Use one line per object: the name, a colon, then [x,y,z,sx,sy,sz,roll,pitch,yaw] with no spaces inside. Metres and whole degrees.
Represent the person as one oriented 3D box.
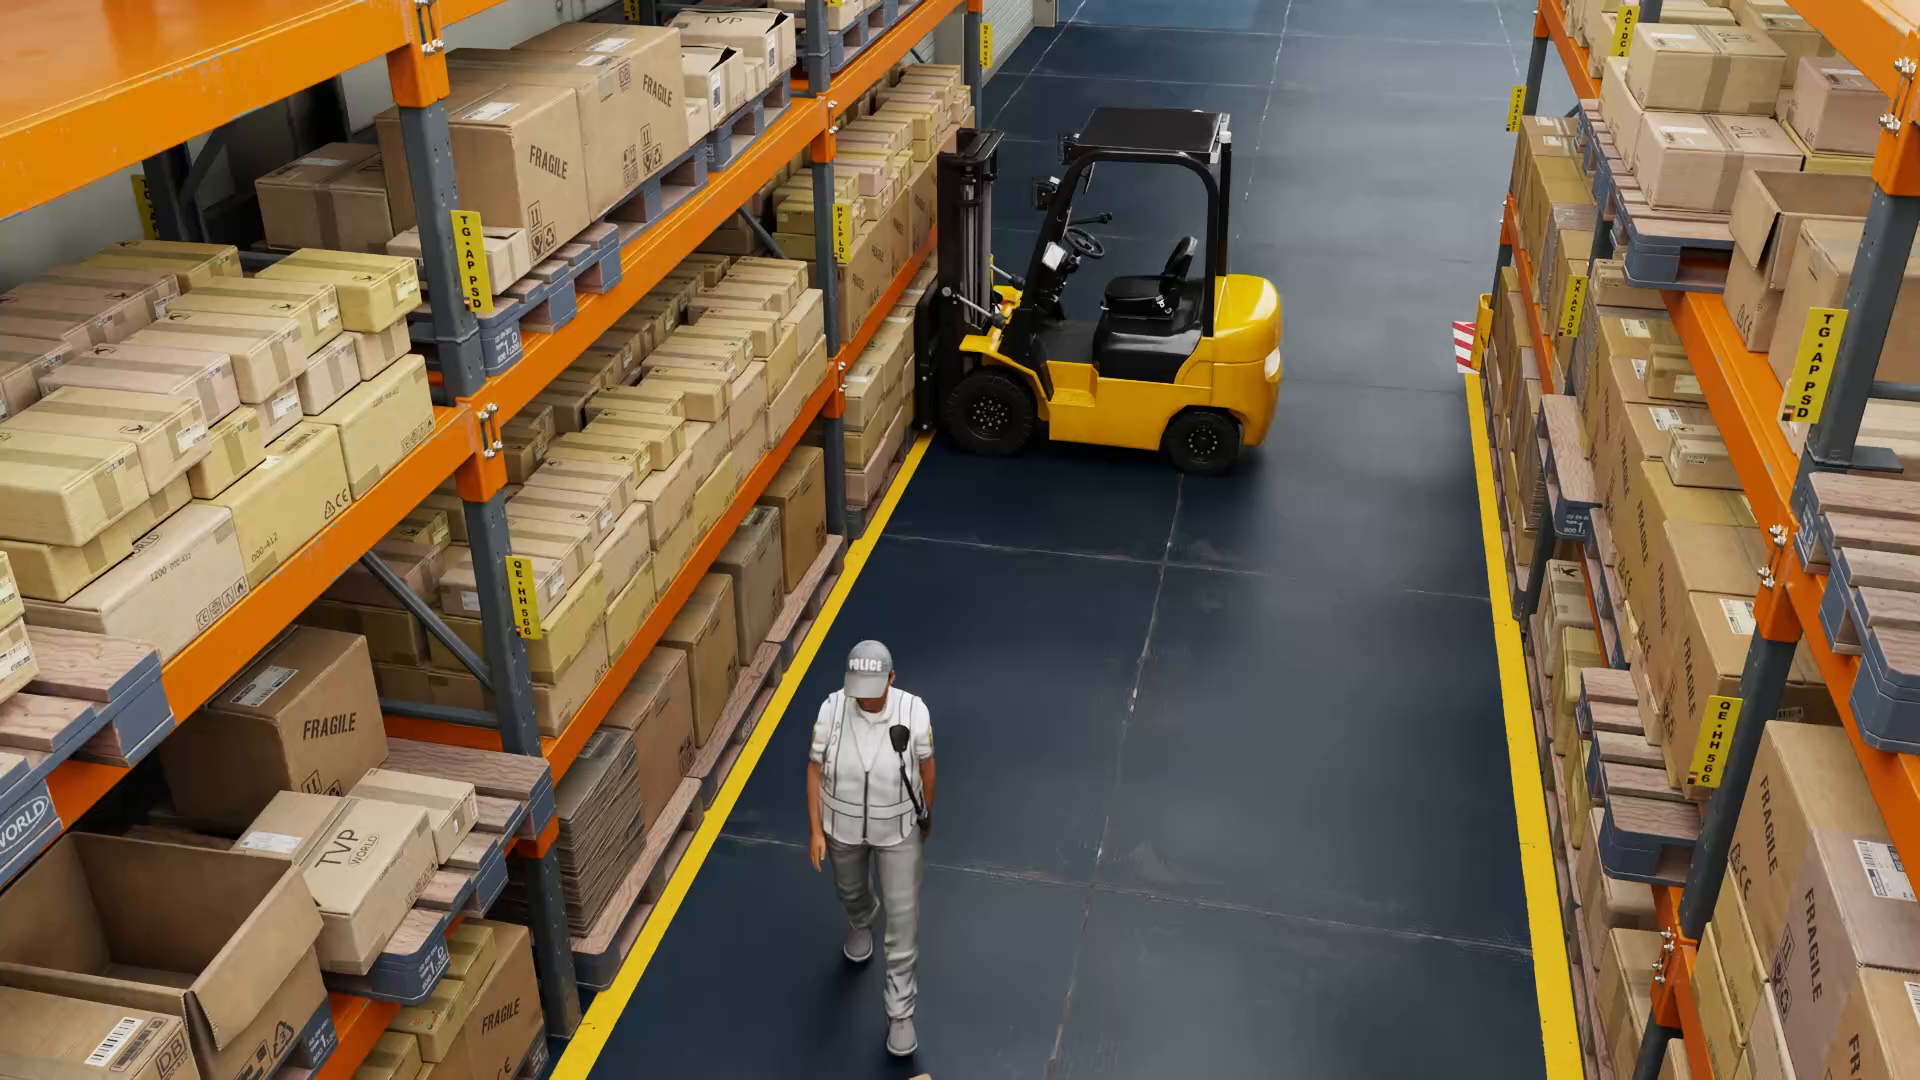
person: [-0.362,1.155,6.517,0.495,1.627,0.847,3,29,5]
